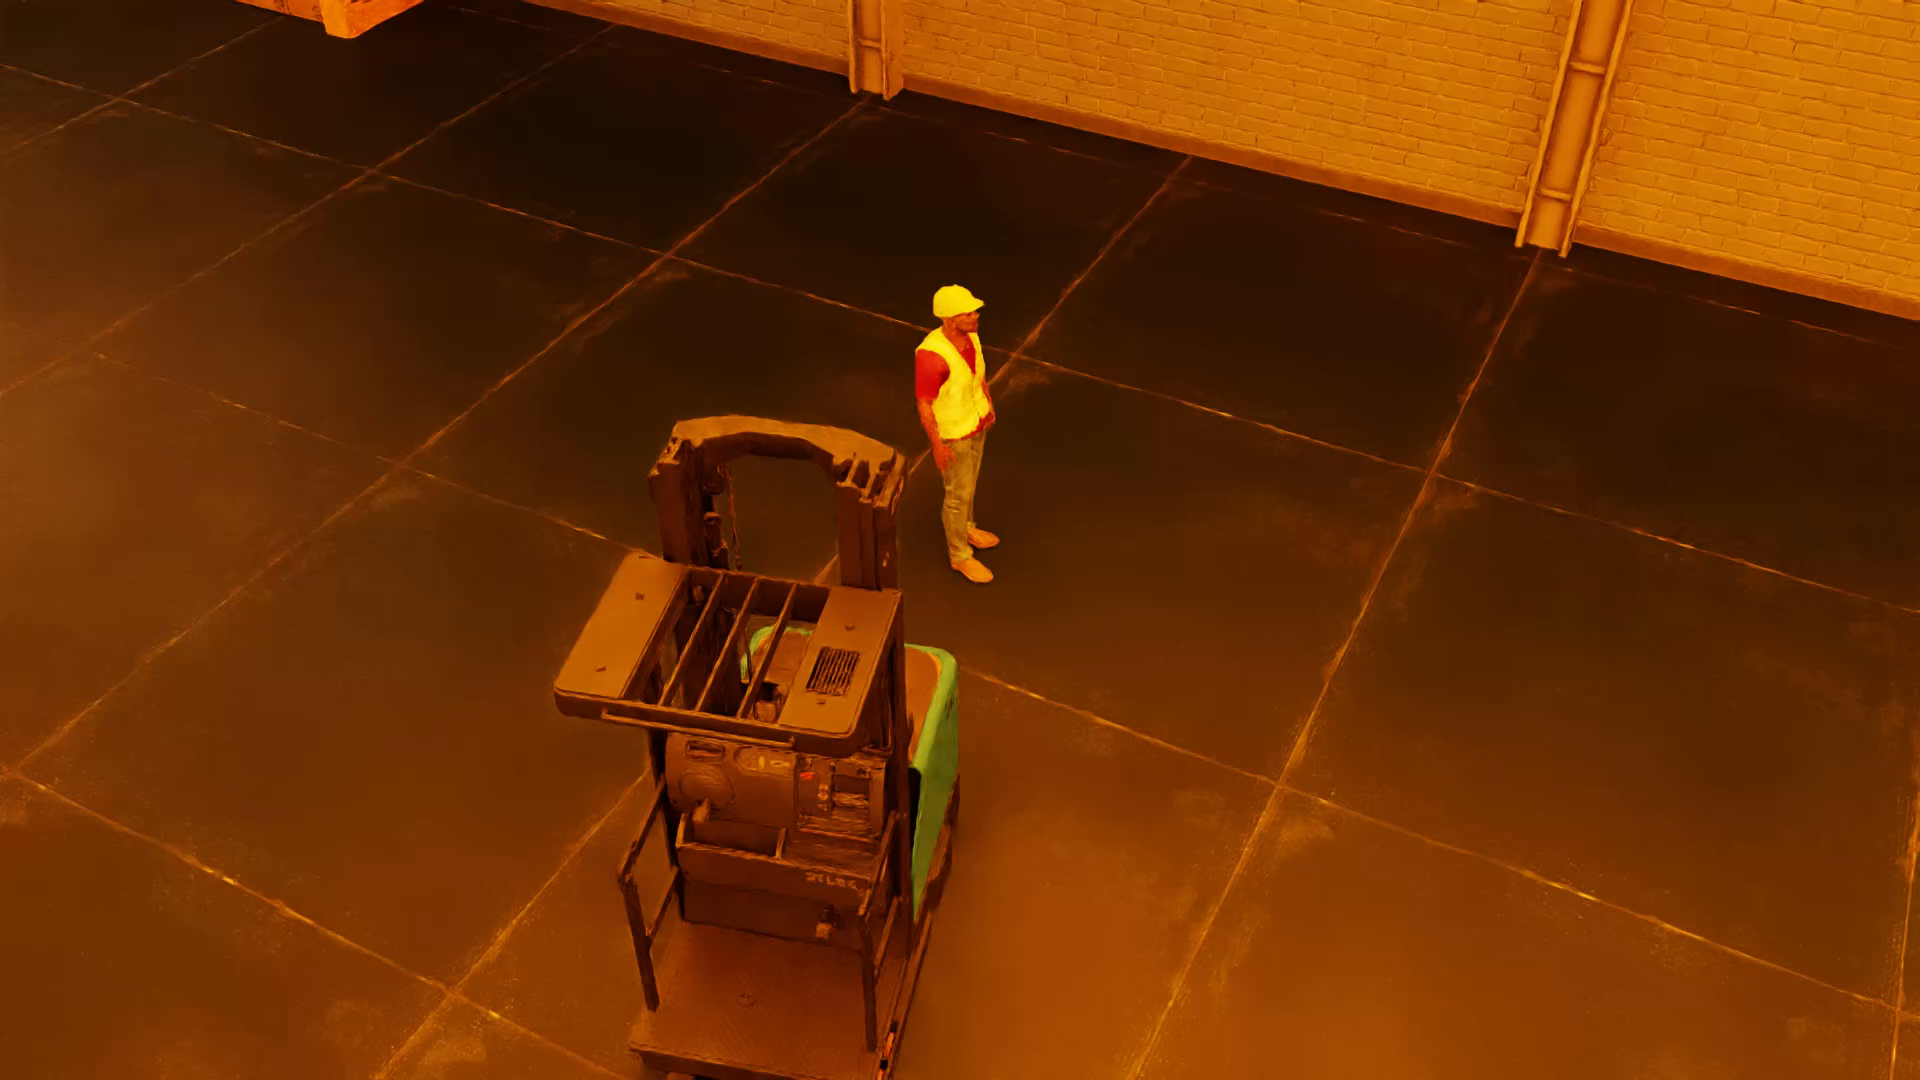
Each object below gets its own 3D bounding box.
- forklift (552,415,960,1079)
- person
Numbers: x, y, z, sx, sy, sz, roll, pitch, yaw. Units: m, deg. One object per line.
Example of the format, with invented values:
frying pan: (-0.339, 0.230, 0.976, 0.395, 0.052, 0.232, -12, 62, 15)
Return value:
forklift: (-0.804, 1.093, 6.689, 1.130, 2.935, 3.031, 8, 41, 9)
person: (0.059, -0.657, 9.660, 0.576, 1.766, 0.665, 18, 43, 21)
